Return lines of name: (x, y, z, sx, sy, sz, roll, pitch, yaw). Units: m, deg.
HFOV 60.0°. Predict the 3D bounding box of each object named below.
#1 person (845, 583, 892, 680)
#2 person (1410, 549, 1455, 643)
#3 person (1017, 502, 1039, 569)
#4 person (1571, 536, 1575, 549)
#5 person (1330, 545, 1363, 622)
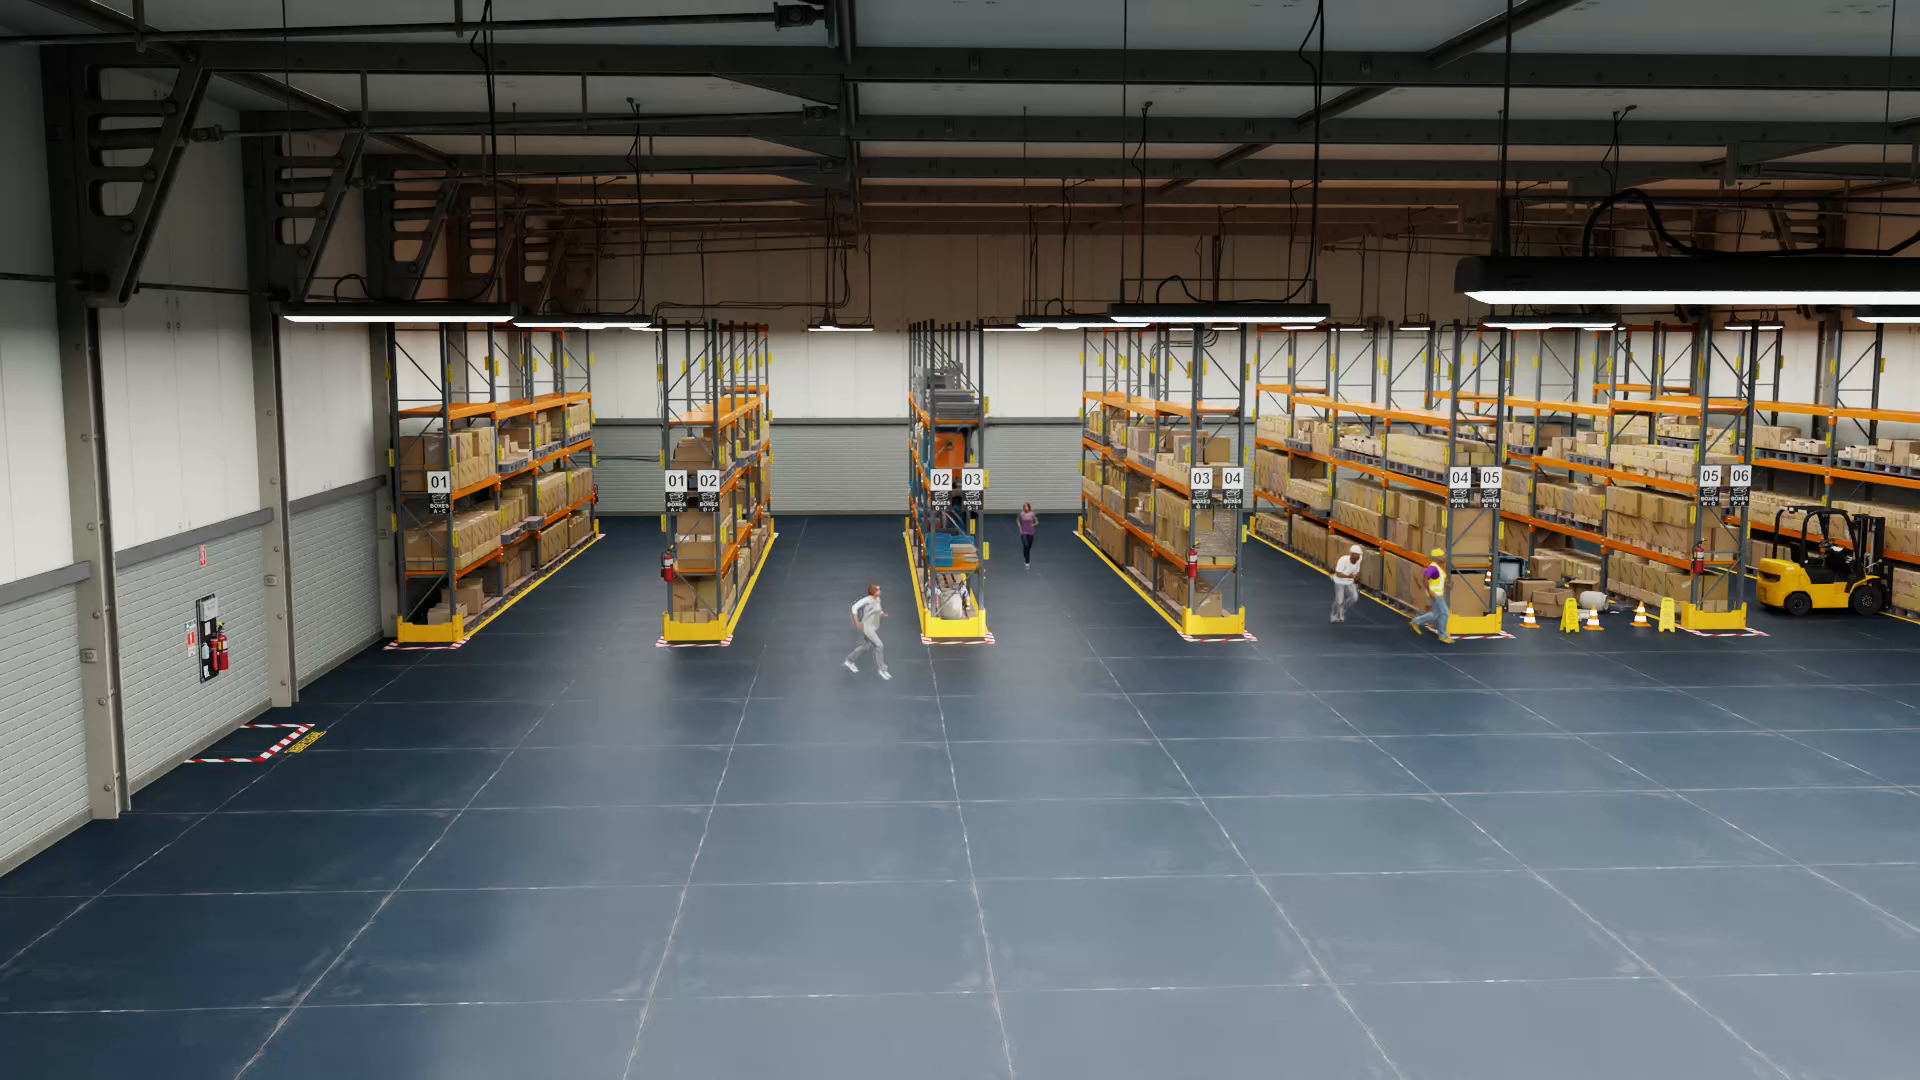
person: (-1.540, 1.514, 27.760, 0.873, 1.620, 0.557, 3, 8, 24)
person: (8.860, 1.034, 31.110, 0.851, 1.769, 0.732, 3, 8, 20)
person: (1.669, -0.135, 41.033, 0.524, 1.611, 0.820, -1, 7, -4)
person: (15.824, -0.484, 43.447, 0.675, 1.676, 0.764, -1, 7, -7)
person: (7.684, 0.861, 32.907, 0.739, 1.591, 0.912, -3, 8, -25)
